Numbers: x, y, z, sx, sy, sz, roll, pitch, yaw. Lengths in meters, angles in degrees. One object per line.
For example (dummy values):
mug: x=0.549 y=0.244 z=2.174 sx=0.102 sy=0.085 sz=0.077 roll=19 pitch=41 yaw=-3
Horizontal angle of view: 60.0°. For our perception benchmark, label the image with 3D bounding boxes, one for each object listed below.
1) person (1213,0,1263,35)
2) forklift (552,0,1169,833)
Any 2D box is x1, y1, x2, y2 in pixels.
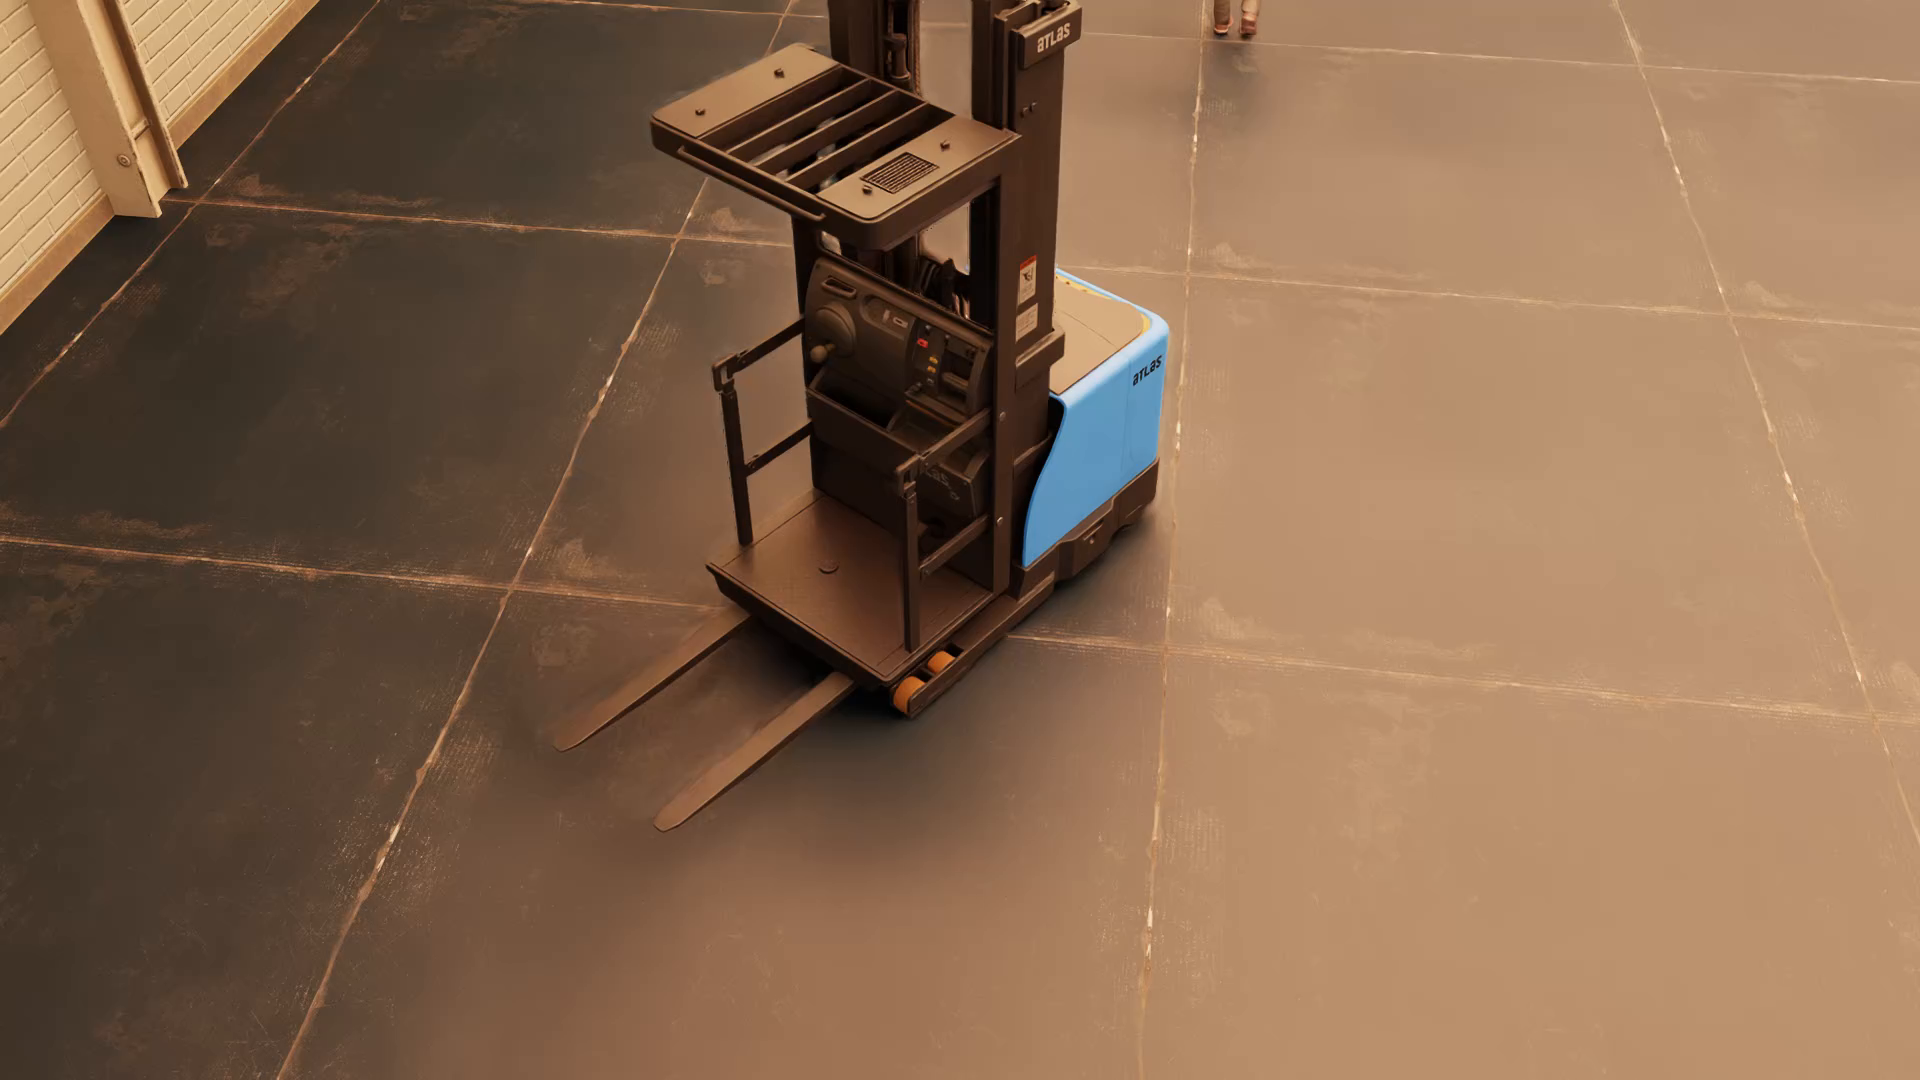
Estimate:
person: x=1.865 y=-4.235 z=11.310 sx=0.687 sy=1.629 sz=0.440 roll=11 pitch=44 yaw=12
forklift: x=-0.399 y=-0.722 z=6.510 sx=1.130 sy=2.935 sz=3.031 roll=30 pitch=51 yaw=29
